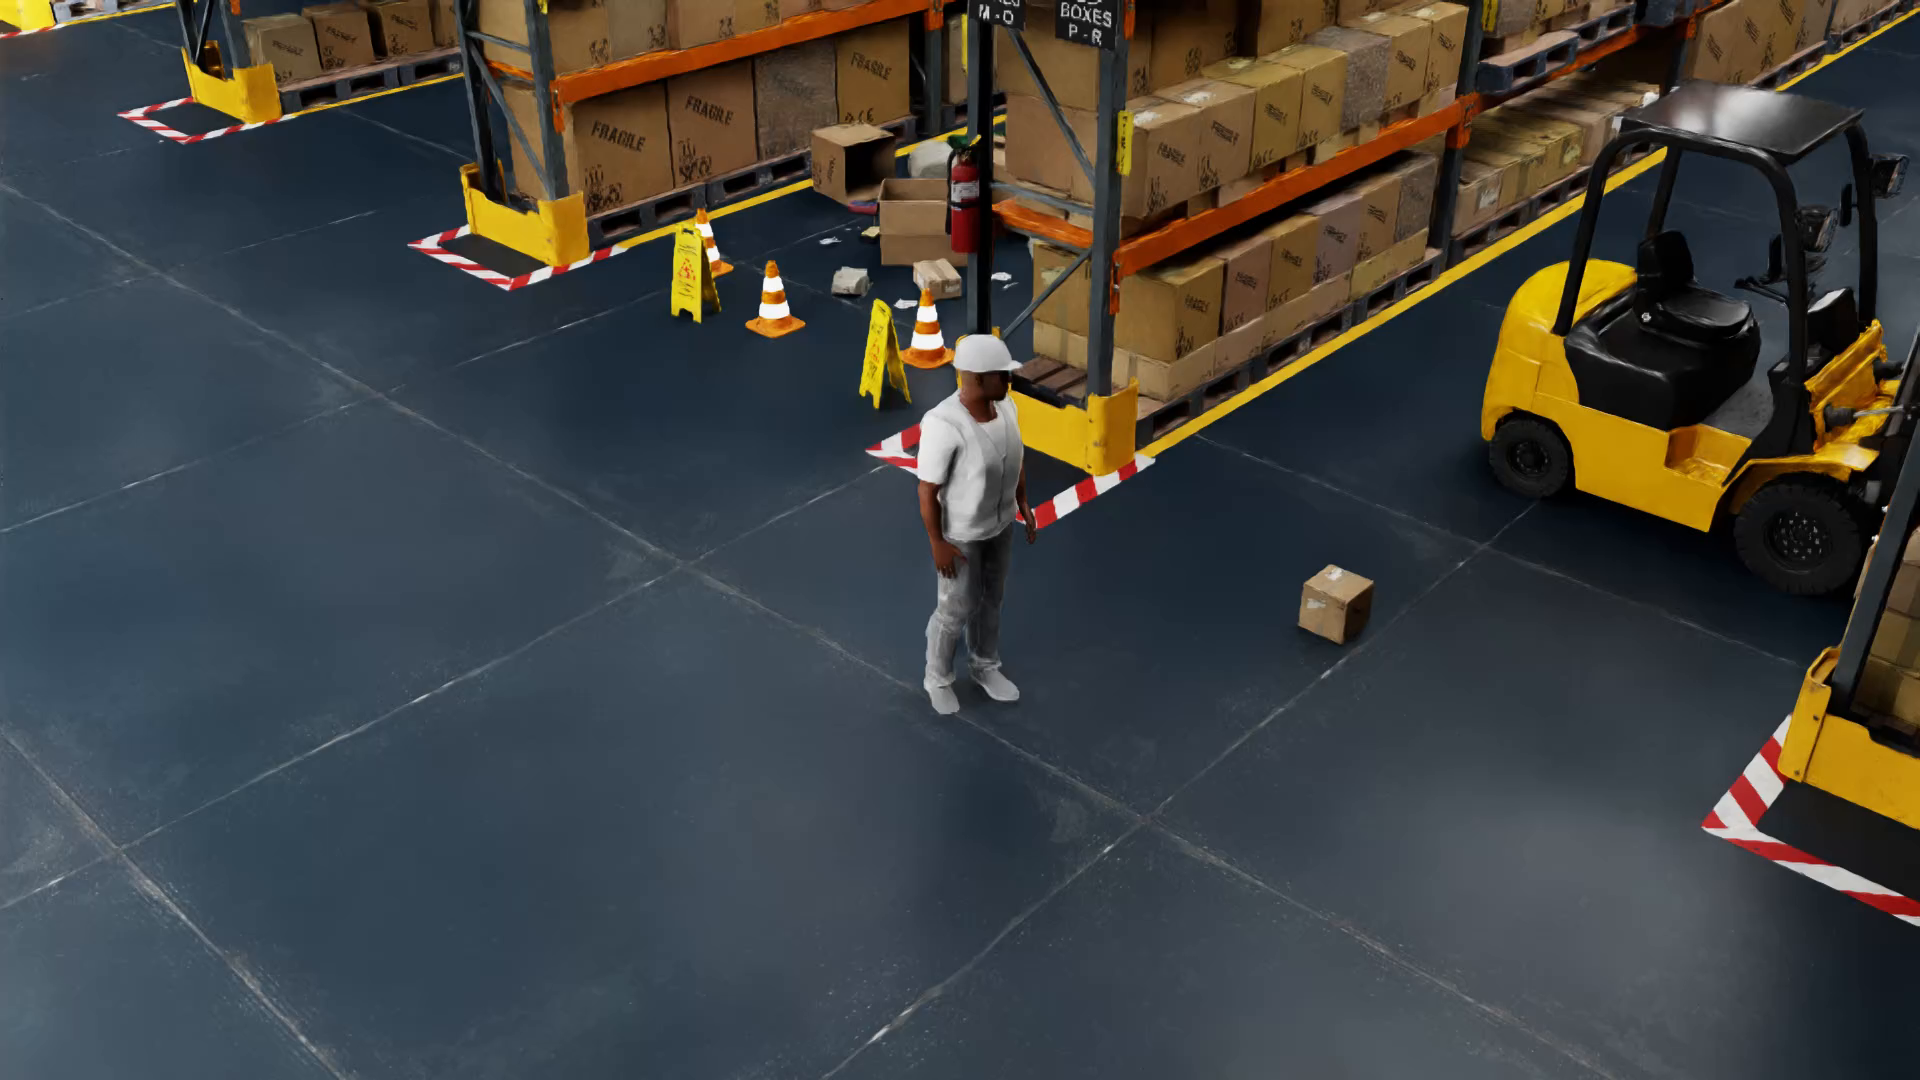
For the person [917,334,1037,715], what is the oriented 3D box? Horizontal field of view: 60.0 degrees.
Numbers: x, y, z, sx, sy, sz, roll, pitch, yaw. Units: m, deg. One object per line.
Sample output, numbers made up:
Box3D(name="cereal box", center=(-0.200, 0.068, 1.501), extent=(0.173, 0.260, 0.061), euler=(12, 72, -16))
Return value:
Box3D(name="person", center=(0.090, -0.033, 7.328), extent=(0.423, 1.847, 0.606), euler=(24, 39, 34))
